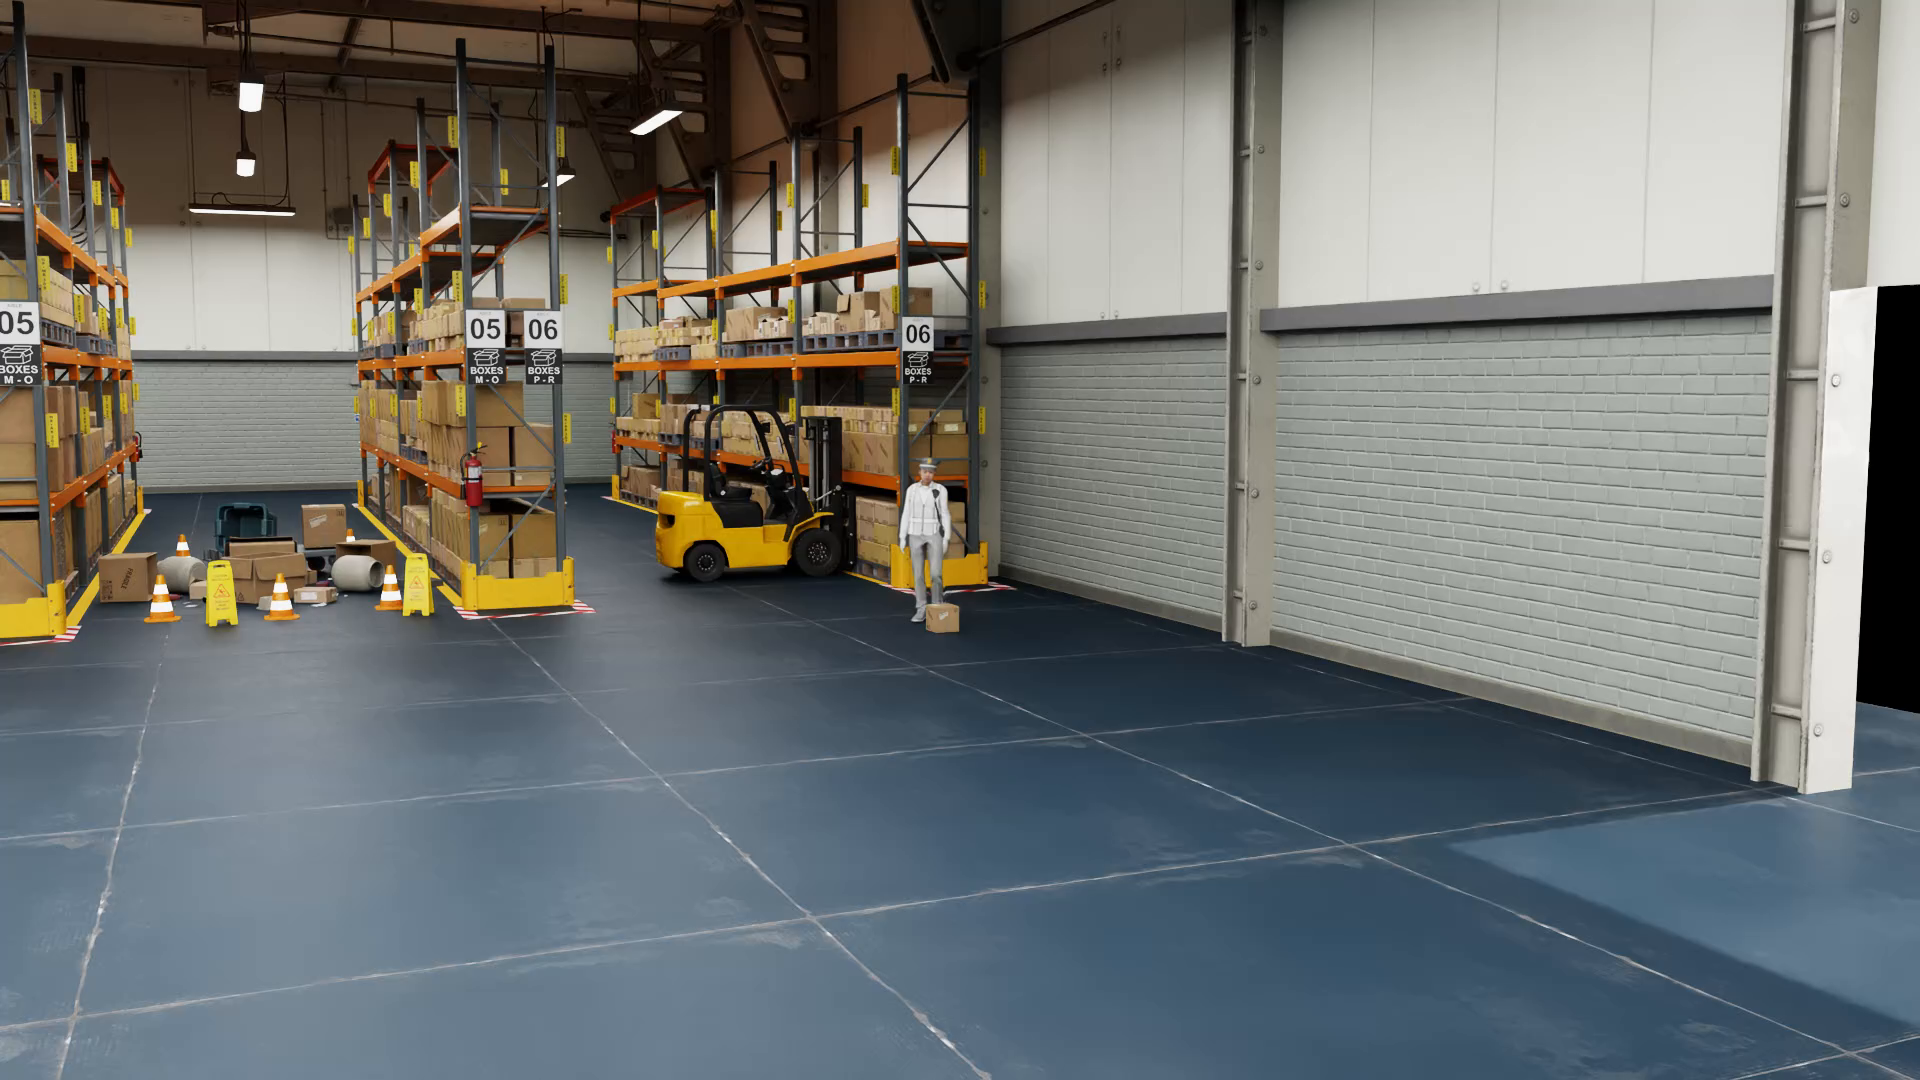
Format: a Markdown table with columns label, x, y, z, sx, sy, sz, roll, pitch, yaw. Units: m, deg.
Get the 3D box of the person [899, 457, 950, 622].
| label | x | y | z | sx | sy | sz | roll | pitch | yaw |
| --- | --- | --- | --- | --- | --- | --- | --- | --- | --- |
| person | -0.370 | 0.015 | 16.851 | 0.518 | 1.712 | 0.376 | 1 | 6 | 12 |
